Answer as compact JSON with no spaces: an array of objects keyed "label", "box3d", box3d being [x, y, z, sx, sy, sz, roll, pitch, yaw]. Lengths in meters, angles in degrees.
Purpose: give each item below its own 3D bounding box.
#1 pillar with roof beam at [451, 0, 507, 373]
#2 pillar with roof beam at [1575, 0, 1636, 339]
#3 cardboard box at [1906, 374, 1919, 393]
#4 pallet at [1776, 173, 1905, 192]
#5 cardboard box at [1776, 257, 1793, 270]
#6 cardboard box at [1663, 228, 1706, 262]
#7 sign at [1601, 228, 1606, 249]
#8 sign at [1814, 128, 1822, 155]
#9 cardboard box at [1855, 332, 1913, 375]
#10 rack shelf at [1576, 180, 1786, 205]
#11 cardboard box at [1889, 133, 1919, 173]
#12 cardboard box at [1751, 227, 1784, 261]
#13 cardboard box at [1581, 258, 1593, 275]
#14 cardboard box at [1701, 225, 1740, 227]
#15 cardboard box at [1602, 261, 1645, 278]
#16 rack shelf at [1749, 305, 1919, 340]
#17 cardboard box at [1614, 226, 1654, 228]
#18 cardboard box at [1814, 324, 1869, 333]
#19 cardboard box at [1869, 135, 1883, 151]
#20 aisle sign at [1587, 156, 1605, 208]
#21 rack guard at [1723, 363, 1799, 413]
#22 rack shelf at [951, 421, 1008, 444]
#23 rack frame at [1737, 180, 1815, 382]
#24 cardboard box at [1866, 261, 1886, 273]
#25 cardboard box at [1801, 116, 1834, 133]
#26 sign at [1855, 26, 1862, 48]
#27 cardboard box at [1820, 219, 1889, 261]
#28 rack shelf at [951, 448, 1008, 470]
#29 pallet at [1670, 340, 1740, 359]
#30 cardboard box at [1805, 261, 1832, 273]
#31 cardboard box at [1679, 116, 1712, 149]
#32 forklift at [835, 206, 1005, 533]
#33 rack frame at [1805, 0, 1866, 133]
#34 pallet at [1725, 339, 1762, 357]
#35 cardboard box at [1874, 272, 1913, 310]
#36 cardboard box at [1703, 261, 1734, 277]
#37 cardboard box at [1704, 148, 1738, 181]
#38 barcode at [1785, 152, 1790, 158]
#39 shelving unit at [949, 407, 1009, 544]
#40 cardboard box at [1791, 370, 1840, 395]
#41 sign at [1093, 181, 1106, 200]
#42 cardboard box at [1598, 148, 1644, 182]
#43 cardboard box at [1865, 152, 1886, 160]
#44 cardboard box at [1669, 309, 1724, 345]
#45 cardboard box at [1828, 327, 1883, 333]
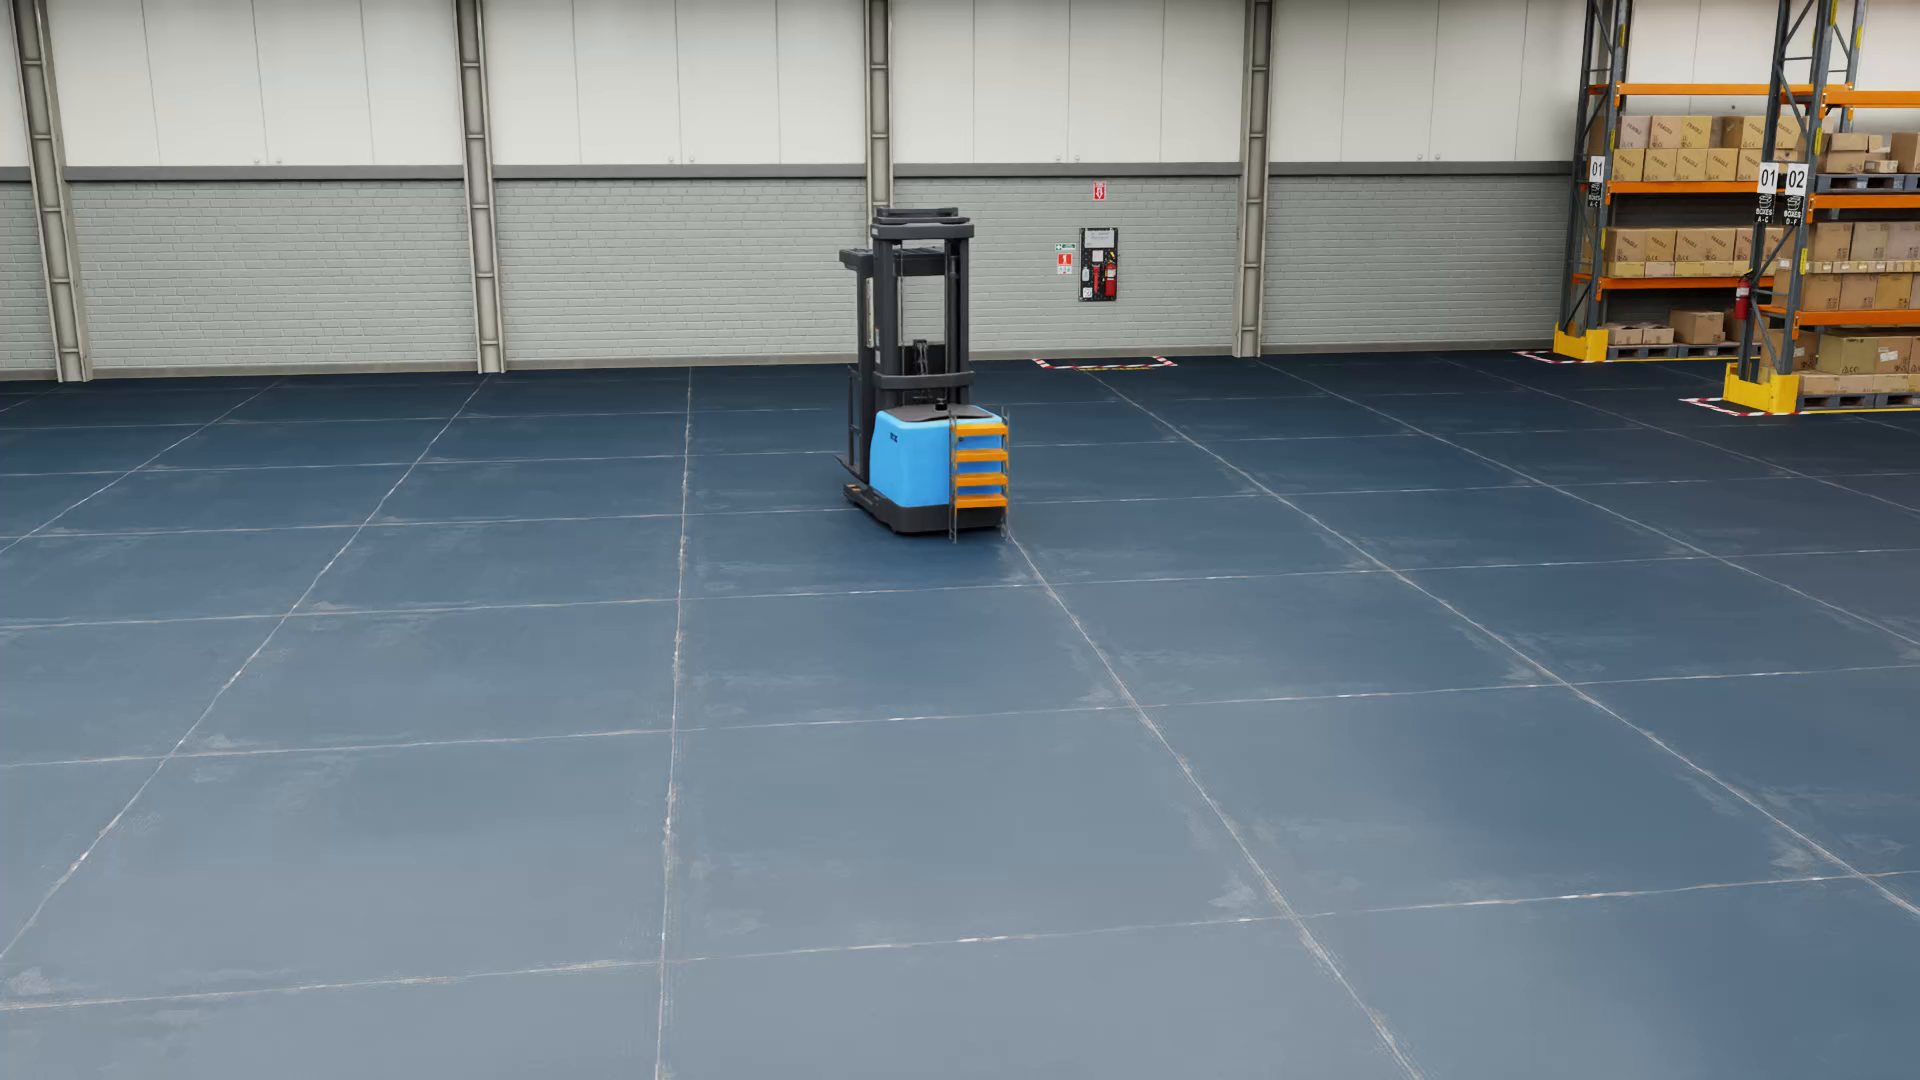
[{"label":"pillar with roof beam","box3d":[-6.537,-5.916,20.311,0.400,9.000,9.100,-2,14,-8]},{"label":"pillar with roof beam","box3d":[11.262,-6.568,22.913,0.400,9.000,9.100,-2,14,-8]},{"label":"cardboard box","box3d":[12.846,-2.159,22.453,0.500,0.250,0.500,-2,14,-8]},{"label":"pallet","box3d":[11.502,-4.700,21.813,1.213,0.211,1.003,-2,14,-8]},{"label":"cardboard box","box3d":[11.148,-3.692,22.237,0.250,0.149,0.380,-2,14,-9]},{"label":"cardboard box","box3d":[11.576,-4.739,26.676,0.500,0.500,0.500,-3,14,-10]},{"label":"sign","box3d":[10.138,-4.750,26.215,0.005,0.325,0.100,-2,14,-8]},{"label":"sign","box3d":[10.876,-5.052,21.076,0.005,0.325,0.100,-2,14,-8]},{"label":"cardboard box","box3d":[12.349,-2.508,22.305,0.500,0.500,0.500,-2,14,-8]},{"label":"rack shelf","box3d":[12.035,-5.639,26.852,4.000,0.370,1.077,-2,14,-8]},{"label":"cardboard box","box3d":[12.482,-5.038,21.622,0.500,0.500,0.500,-2,14,-8]},{"label":"cardboard box","box3d":[13.099,-4.795,26.901,0.500,0.500,0.500,-2,14,-9]},{"label":"cardboard box","box3d":[10.491,-4.461,27.110,0.500,0.250,0.500,-2,14,-7]},{"label":"cardboard box","box3d":[12.511,-4.905,27.338,0.500,0.500,0.500,-2,14,-7]},{"label":"cardboard box","box3d":[10.587,-4.339,26.622,0.500,0.250,0.500,-3,14,-10]},{"label":"rack shelf","box3d":[12.777,-2.992,22.466,4.000,0.370,1.077,-2,14,-8]},{"label":"cardboard box","box3d":[10.991,-4.845,27.100,0.500,0.500,0.500,-2,14,-8]},{"label":"cardboard box","box3d":[14.738,-3.637,27.791,0.500,0.500,0.700,-2,14,-6]},{"label":"cardboard box","box3d":[14.565,-6.313,26.993,0.500,0.500,0.500,0,14,0]},{"label":"aisle sign","box3d":[10.031,-5.646,26.226,0.004,0.787,0.394,-2,14,-8]},{"label":"rack guard","box3d":[10.775,-2.056,22.390,0.348,0.500,1.175,-2,14,-8]},{"label":"rack shelf","box3d":[0.171,-0.966,14.993,0.480,0.148,0.258,-3,14,-12]},{"label":"rack frame","box3d":[10.799,-3.269,22.090,0.127,3.000,1.000,-2,14,-8]},{"label":"cardboard box","box3d":[11.976,-3.622,21.959,0.250,0.149,0.380,-2,14,-9]},{"label":"cardboard box","box3d":[13.558,-6.520,26.585,0.500,0.500,0.500,-3,14,-13]},{"label":"sign","box3d":[14.075,-7.875,26.042,0.005,0.325,0.100,-2,14,-8]},{"label":"cardboard box","box3d":[11.834,-3.983,22.064,0.500,0.500,0.700,-2,14,-10]},{"label":"rack shelf","box3d":[0.171,-0.737,15.051,0.480,0.148,0.258,-3,14,-12]},{"label":"pallet","box3d":[12.145,-3.175,27.447,1.213,0.211,1.003,-2,14,-8]},{"label":"cardboard box","box3d":[11.219,-3.594,21.849,0.250,0.149,0.380,-2,14,-9]},{"label":"cardboard box","box3d":[11.483,-6.441,26.271,0.500,0.500,0.500,-2,14,-7]},{"label":"forklift","box3d":[-0.536,-1.801,16.376,1.130,2.935,3.031,-5,15,-18]},{"label":"rack frame","box3d":[14.013,-7.515,26.689,0.127,3.000,1.000,-2,14,-8]},{"label":"pallet","box3d":[13.354,-3.220,27.627,1.213,0.211,1.003,-2,14,-8]},{"label":"cardboard box","box3d":[12.273,-3.368,22.280,0.500,0.500,0.700,-2,14,-8]},{"label":"cardboard box","box3d":[12.103,-4.396,26.850,0.500,0.250,0.500,-2,14,-8]},{"label":"cardboard box","box3d":[12.001,-5.981,26.490,0.500,0.500,0.500,-1,14,-5]},{"label":"barcode","box3d":[11.025,-5.132,22.161,0.075,0.075,0.001,-2,14,-8]},{"label":"shelving unit","box3d":[0.171,-0.585,15.089,0.503,1.200,0.258,-3,14,-12]},{"label":"cardboard box","box3d":[11.362,-2.105,22.237,0.500,0.250,0.500,-2,14,-8]},{"label":"sign","box3d":[2.215,-5.544,26.396,0.199,0.298,0.001,-2,14,-8]},{"label":"cardboard box","box3d":[10.425,-5.925,26.270,0.500,0.500,0.500,-2,14,-7]},{"label":"cardboard box","box3d":[11.898,-5.028,22.094,0.500,0.250,0.500,-2,14,-8]},{"label":"cardboard box","box3d":[12.051,-3.500,27.245,0.500,0.500,0.700,-3,14,-12]},{"label":"cardboard box","box3d":[12.272,-2.633,22.803,0.500,0.500,0.500,-2,14,-8]}]
